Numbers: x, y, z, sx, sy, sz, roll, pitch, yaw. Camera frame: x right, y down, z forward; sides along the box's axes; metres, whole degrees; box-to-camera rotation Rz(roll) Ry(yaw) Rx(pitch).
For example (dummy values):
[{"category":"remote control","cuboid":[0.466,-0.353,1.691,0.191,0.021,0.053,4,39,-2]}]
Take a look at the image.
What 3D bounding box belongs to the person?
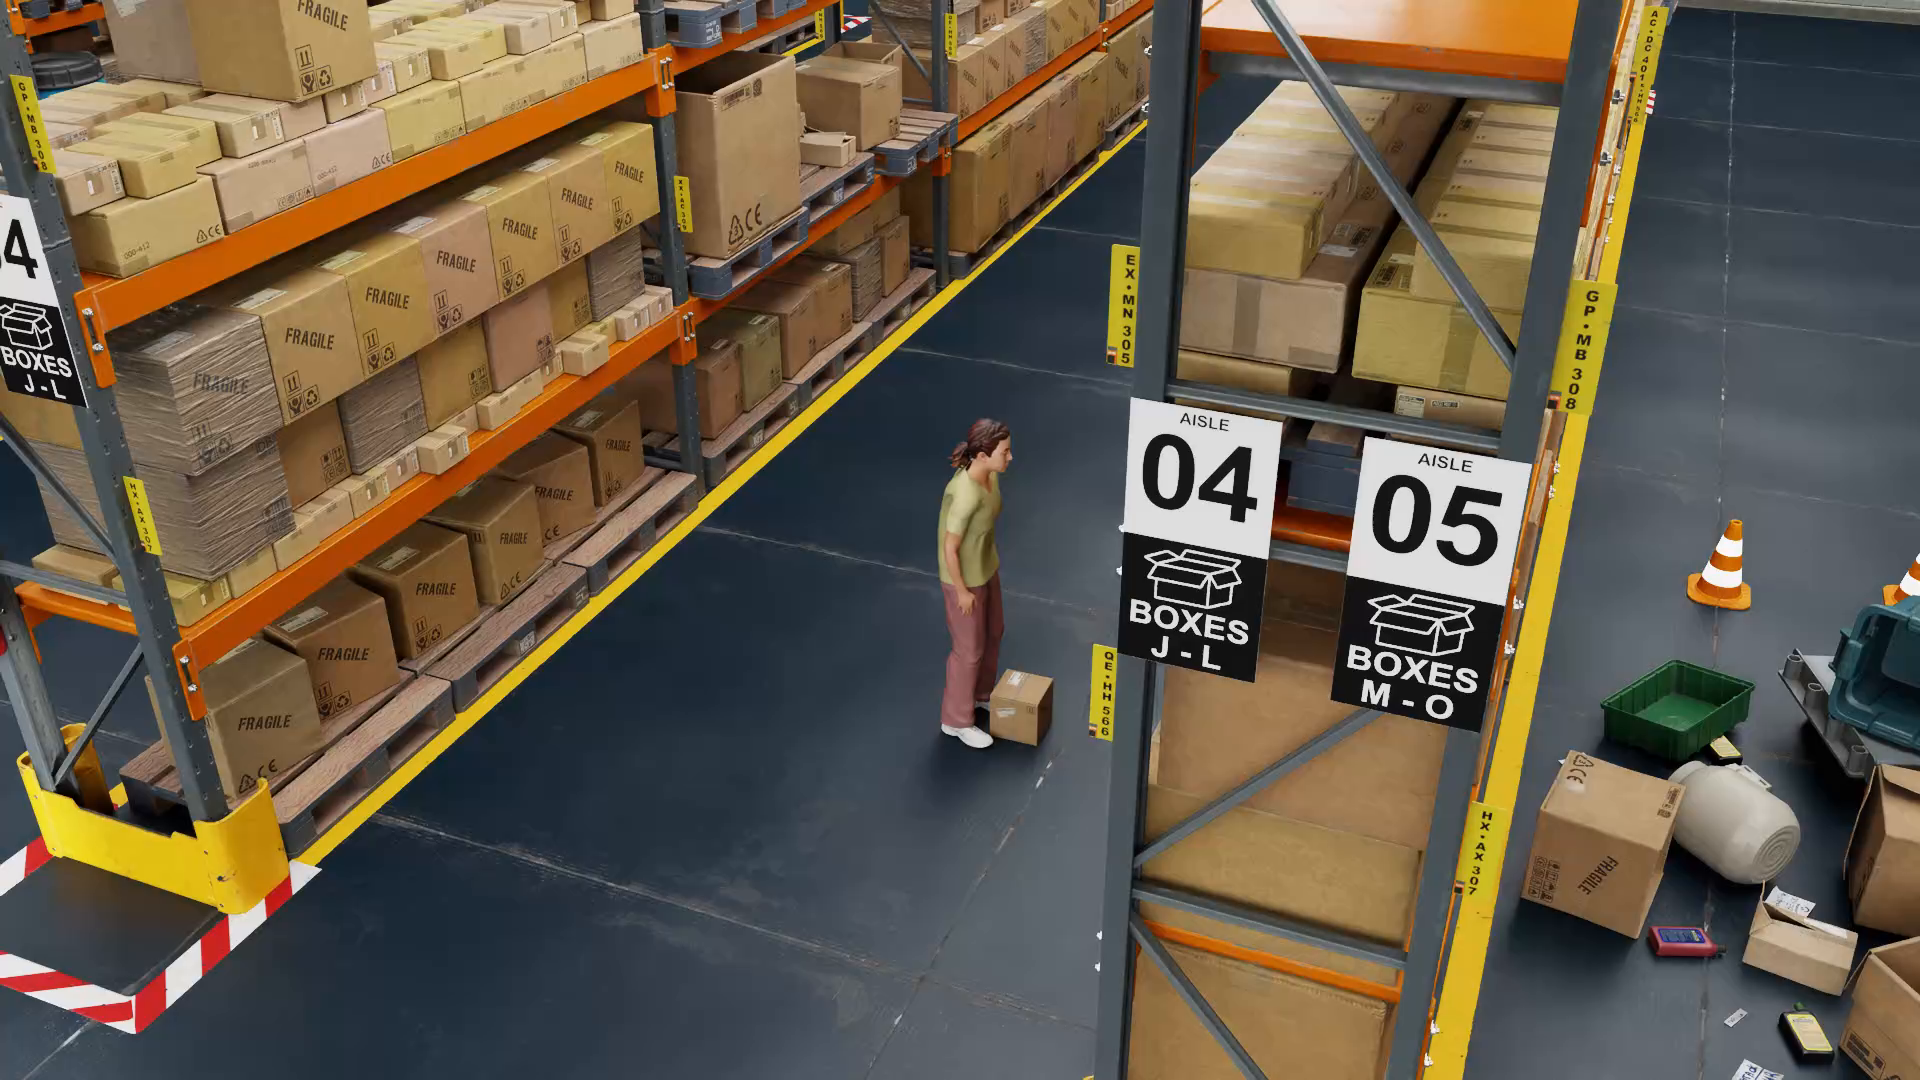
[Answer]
[{"category":"person","cuboid":[0.083,0.177,8.084,0.358,1.673,0.518,10,31,17]}]
